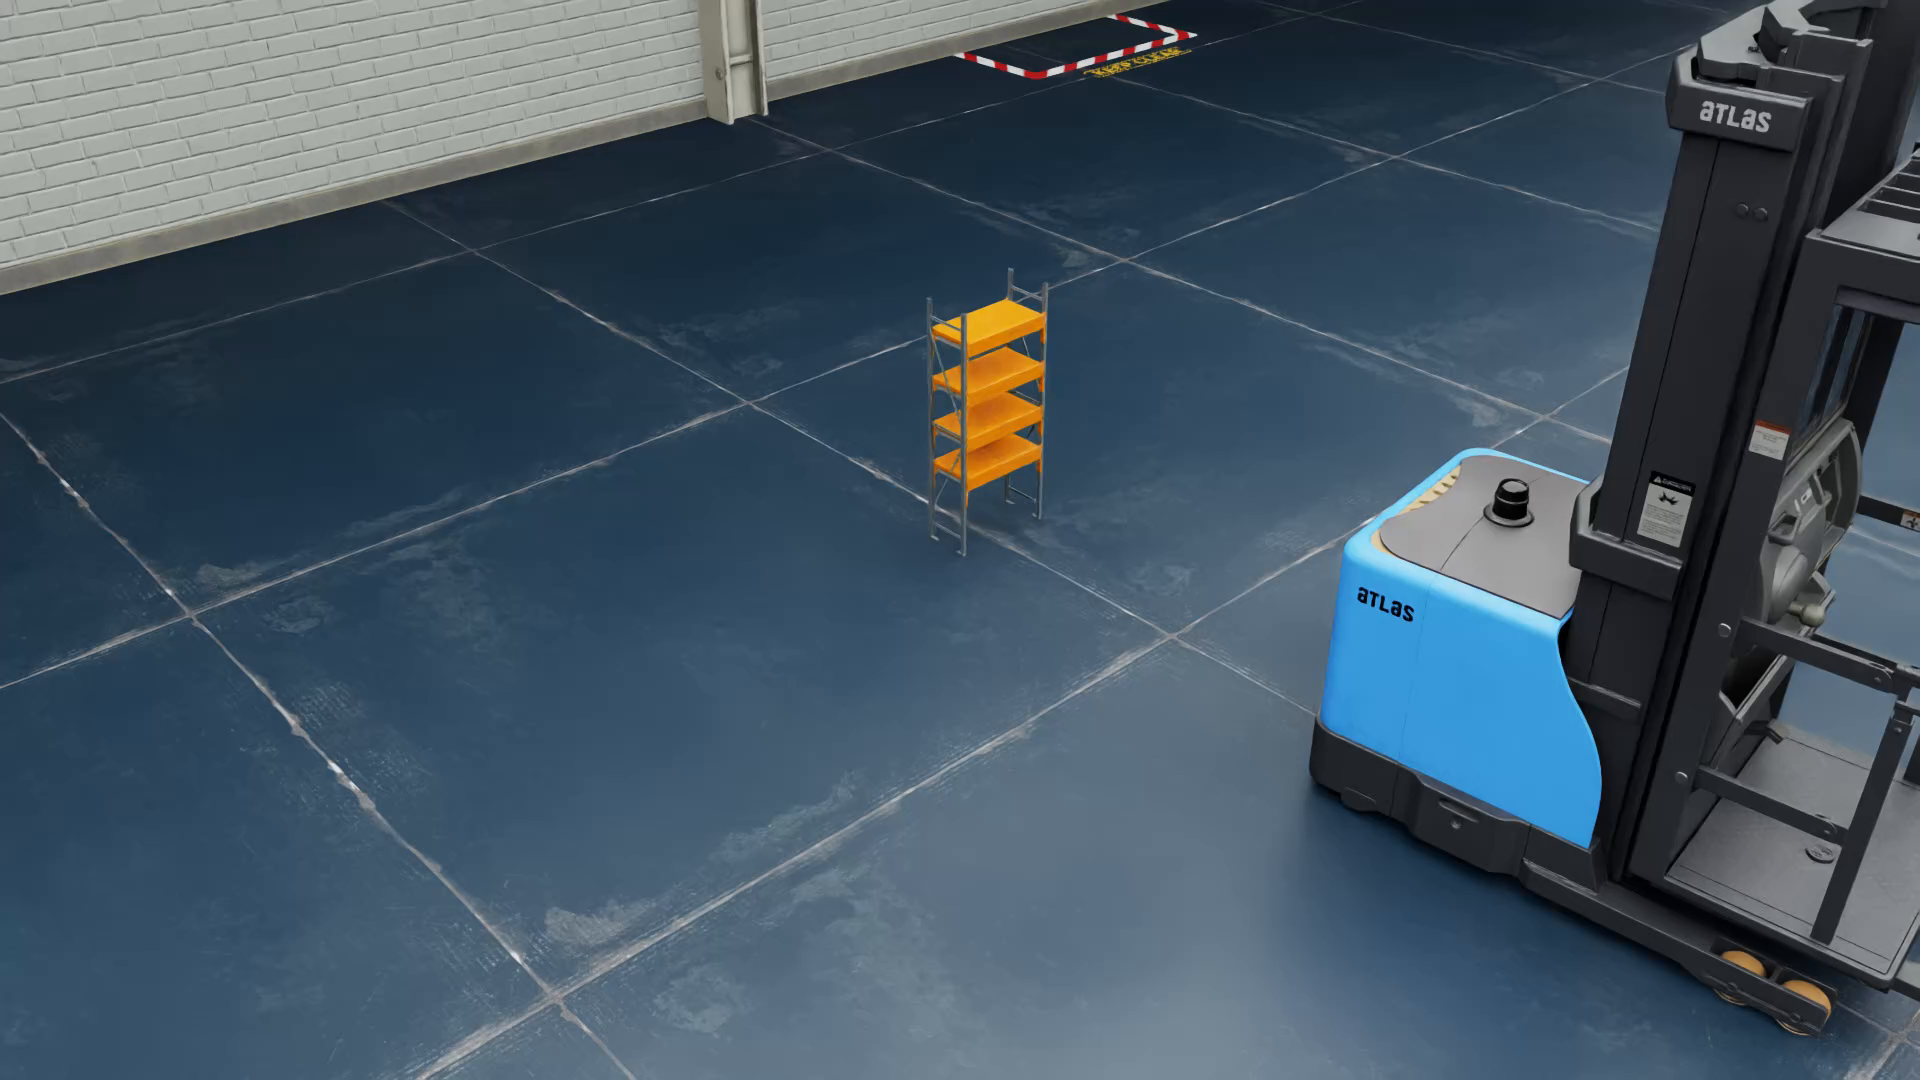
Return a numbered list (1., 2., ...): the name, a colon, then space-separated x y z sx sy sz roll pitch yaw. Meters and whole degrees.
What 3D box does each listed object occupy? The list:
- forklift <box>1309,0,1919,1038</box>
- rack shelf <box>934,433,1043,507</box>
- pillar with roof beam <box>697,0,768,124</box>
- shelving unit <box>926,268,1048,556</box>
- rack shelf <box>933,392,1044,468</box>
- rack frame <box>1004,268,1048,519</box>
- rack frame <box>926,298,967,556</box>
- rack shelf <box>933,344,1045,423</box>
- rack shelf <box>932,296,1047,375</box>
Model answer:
1. forklift: 2.748 -0.012 4.961 3.031 2.935 1.130 24 39 34
2. rack shelf: 0.121 -0.344 7.672 0.480 0.148 0.258 -26 40 -35
3. pillar with roof beam: 1.146 -5.595 8.273 0.400 9.000 9.100 -26 40 -35
4. shelving unit: 0.121 -0.571 7.533 0.503 1.200 0.258 -26 40 -35
5. rack shelf: 0.121 -0.513 7.568 0.480 0.148 0.258 -26 40 -35
6. rack frame: 0.300 -0.657 7.675 0.015 1.200 0.240 -26 40 -35
7. rack frame: -0.058 -0.484 7.391 0.015 1.200 0.240 -26 40 -35
8. rack shelf: 0.121 -0.704 7.451 0.480 0.148 0.258 -26 40 -35
9. rack shelf: 0.121 -0.906 7.328 0.480 0.148 0.258 -26 40 -35
